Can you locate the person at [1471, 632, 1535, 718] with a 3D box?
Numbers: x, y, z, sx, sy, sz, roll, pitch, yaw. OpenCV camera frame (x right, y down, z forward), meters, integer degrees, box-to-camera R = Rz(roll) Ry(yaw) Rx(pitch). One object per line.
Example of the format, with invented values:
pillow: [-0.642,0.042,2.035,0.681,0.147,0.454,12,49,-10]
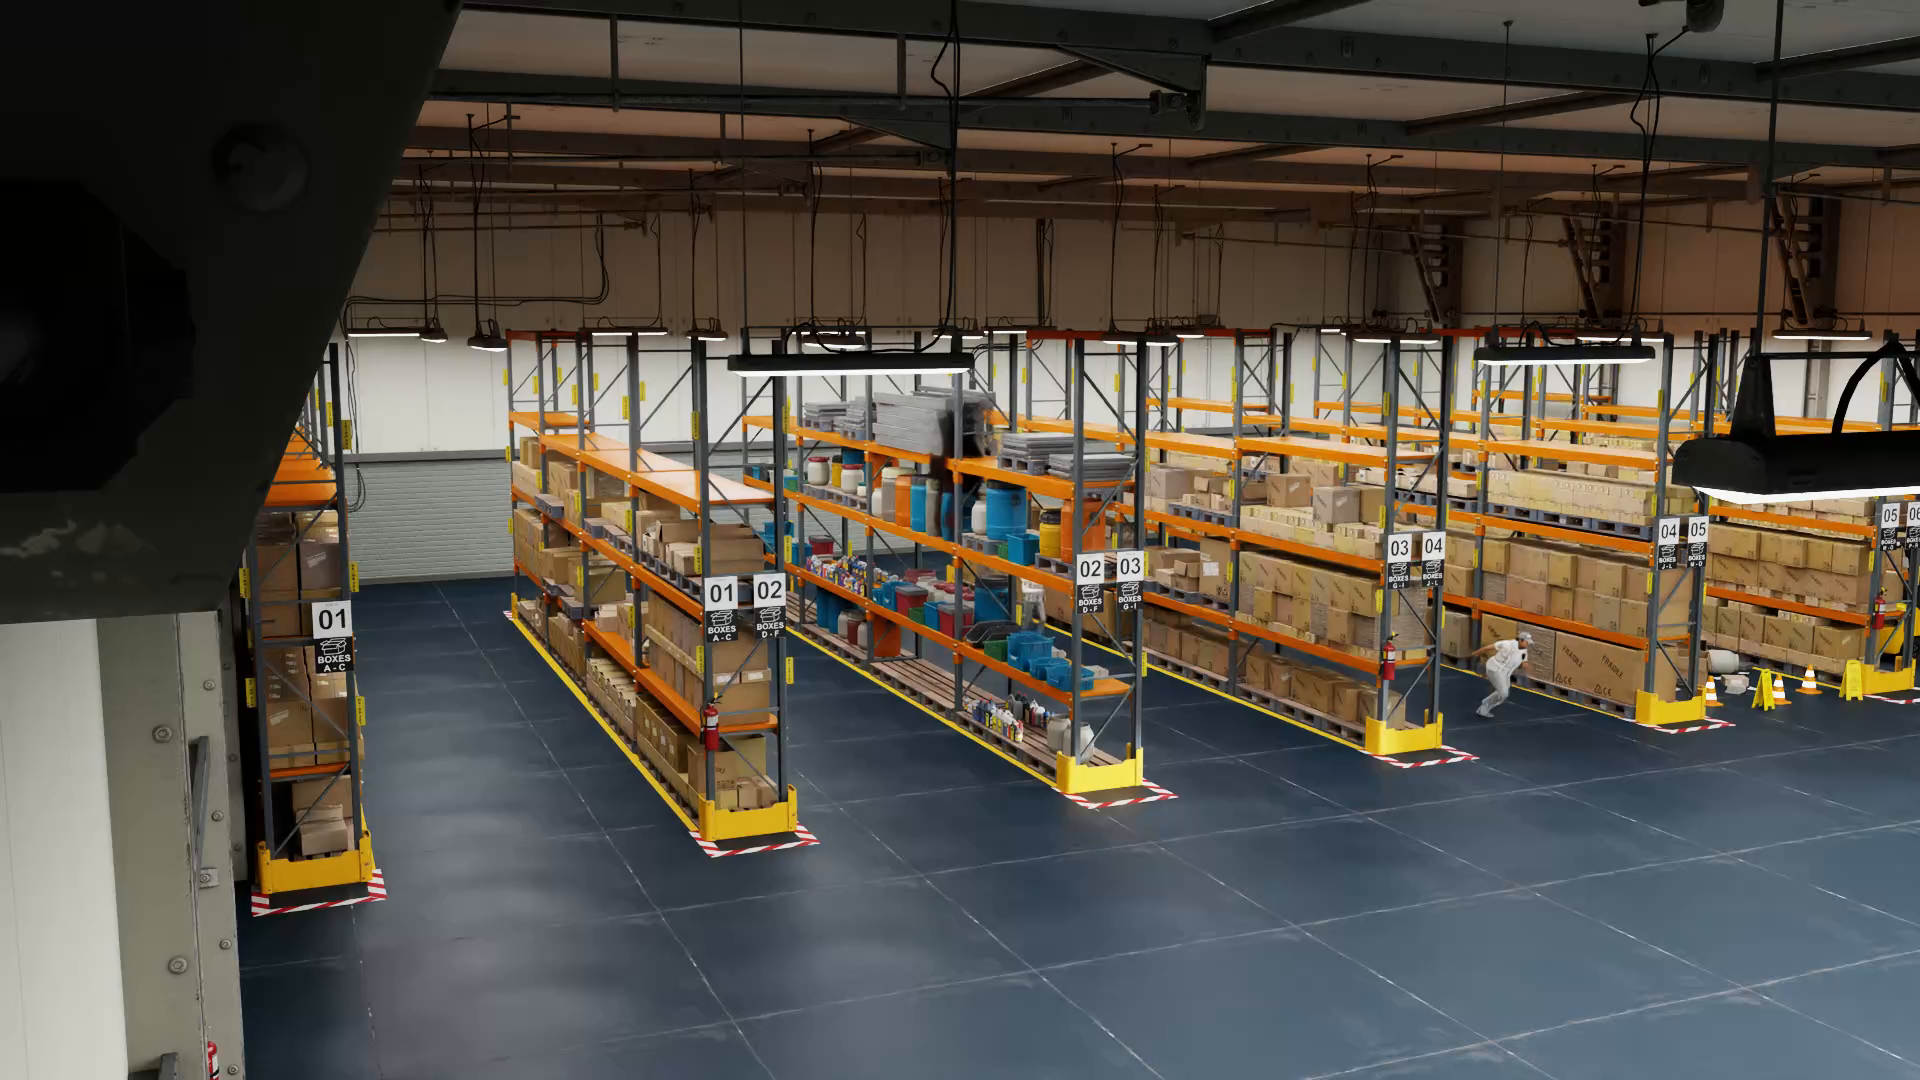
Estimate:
person: [8.521,2.099,25.947,0.583,1.435,0.955,-5,9,-34]

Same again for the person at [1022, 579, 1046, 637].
person: [1.406,1.206,31.572,0.586,1.745,0.830,-3,8,-22]
